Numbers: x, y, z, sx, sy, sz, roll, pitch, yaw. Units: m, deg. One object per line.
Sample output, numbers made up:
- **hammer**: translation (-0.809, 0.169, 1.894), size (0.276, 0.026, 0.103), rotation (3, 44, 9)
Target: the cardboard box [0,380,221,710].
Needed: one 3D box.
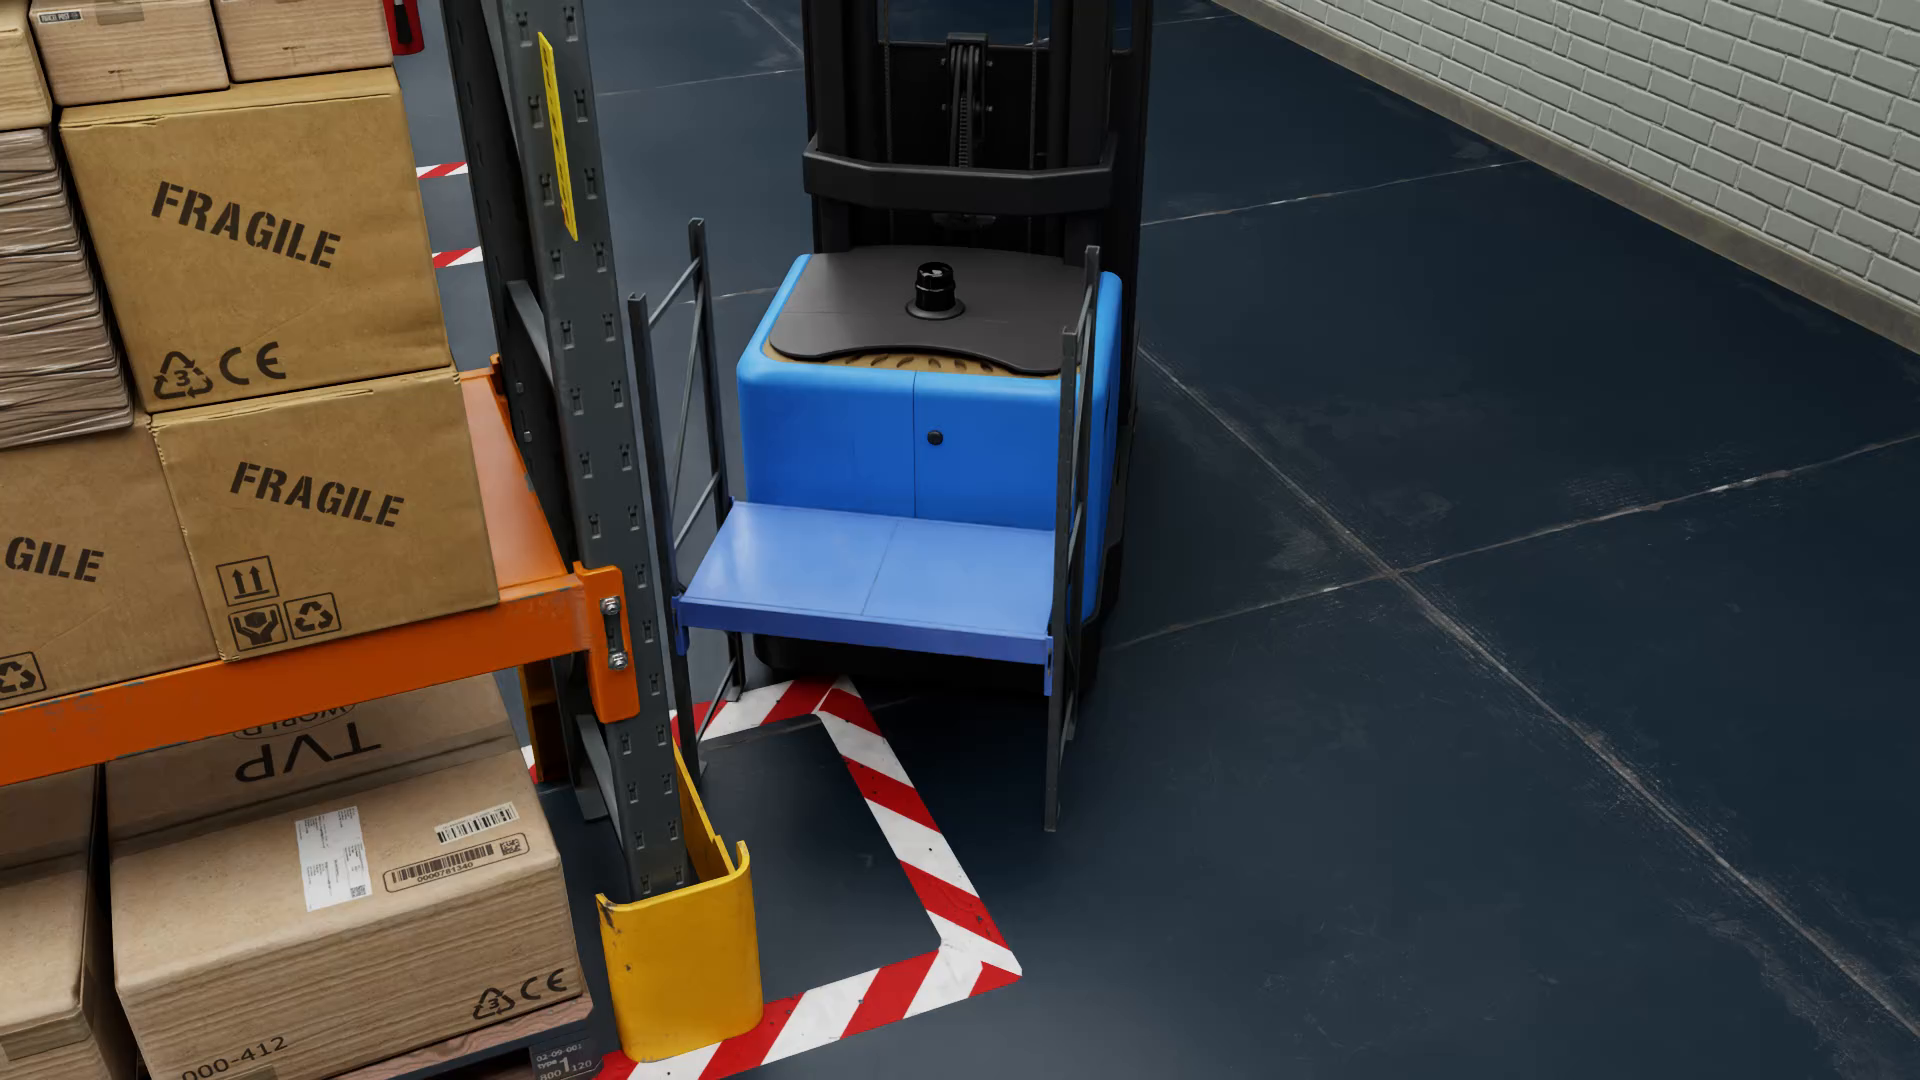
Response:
- **cardboard box**: translation (-1.670, -0.060, 3.001), size (0.500, 0.500, 0.500), rotation (-14, 35, -20)

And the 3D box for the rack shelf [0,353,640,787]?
- **rack shelf**: translation (-2.703, 0.372, 3.087), size (4.000, 0.370, 1.077), rotation (-13, 35, -19)

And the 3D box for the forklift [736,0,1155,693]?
- **forklift**: translation (0.088, -1.564, 5.467), size (1.130, 2.935, 3.031), rotation (4, 33, 7)

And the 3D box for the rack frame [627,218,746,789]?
- **rack frame**: translation (-0.713, -0.063, 4.469), size (0.032, 1.500, 0.500), rotation (6, 34, 8)

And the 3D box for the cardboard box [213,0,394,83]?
- **cardboard box**: translation (-1.112, -0.908, 2.792), size (0.250, 0.149, 0.380), rotation (-12, 35, -18)

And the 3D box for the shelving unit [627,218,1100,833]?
- **shelving unit**: translation (-0.213, -0.014, 4.395), size (1.048, 1.500, 0.538), rotation (6, 34, 8)

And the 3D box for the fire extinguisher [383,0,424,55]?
- **fire extinguisher**: translation (-2.457, -2.452, 7.181), size (0.183, 0.674, 0.296), rotation (-13, 35, -19)

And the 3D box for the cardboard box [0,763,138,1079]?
- **cardboard box**: translation (-2.269, 0.933, 3.529), size (0.875, 0.438, 0.875), rotation (-12, 35, -18)

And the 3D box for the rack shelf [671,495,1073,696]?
- **rack shelf**: translation (-0.213, 0.137, 4.493), size (1.000, 0.185, 0.538), rotation (6, 34, 8)

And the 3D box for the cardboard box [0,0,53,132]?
- **cardboard box**: translation (-1.542, -0.746, 2.542), size (0.250, 0.149, 0.380), rotation (-13, 35, -19)

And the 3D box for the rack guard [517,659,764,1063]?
- **rack guard**: translation (-0.837, 0.691, 4.230), size (0.348, 0.500, 1.175), rotation (-13, 35, -19)

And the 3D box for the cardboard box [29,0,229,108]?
- **cardboard box**: translation (-1.337, -0.842, 2.691), size (0.250, 0.149, 0.380), rotation (-12, 35, -18)

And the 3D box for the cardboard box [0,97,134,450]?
- **cardboard box**: translation (-1.682, -0.466, 2.707), size (0.500, 0.500, 0.500), rotation (-13, 35, -19)

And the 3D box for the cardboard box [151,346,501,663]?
- **cardboard box**: translation (-1.201, -0.159, 3.152), size (0.500, 0.500, 0.500), rotation (-13, 35, -19)

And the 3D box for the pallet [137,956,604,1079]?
- **pallet**: translation (-1.566, 1.025, 3.981), size (1.213, 0.211, 1.003), rotation (-13, 35, -19)

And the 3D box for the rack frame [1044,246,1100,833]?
- **rack frame**: translation (0.287, 0.035, 4.320), size (0.032, 1.500, 0.500), rotation (6, 34, 8)

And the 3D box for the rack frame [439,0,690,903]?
- **rack frame**: translation (-0.859, -0.352, 3.540), size (0.127, 3.000, 1.000), rotation (-13, 35, -19)

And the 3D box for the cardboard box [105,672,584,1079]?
- **cardboard box**: translation (-1.428, 0.736, 3.833), size (0.875, 0.438, 0.875), rotation (-14, 36, -21)

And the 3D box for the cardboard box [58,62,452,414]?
- **cardboard box**: translation (-1.211, -0.591, 2.900), size (0.500, 0.500, 0.500), rotation (-12, 35, -17)

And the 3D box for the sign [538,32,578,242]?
- **sign**: translation (-0.661, -0.660, 2.736), size (0.005, 0.325, 0.100), rotation (-13, 35, -19)
